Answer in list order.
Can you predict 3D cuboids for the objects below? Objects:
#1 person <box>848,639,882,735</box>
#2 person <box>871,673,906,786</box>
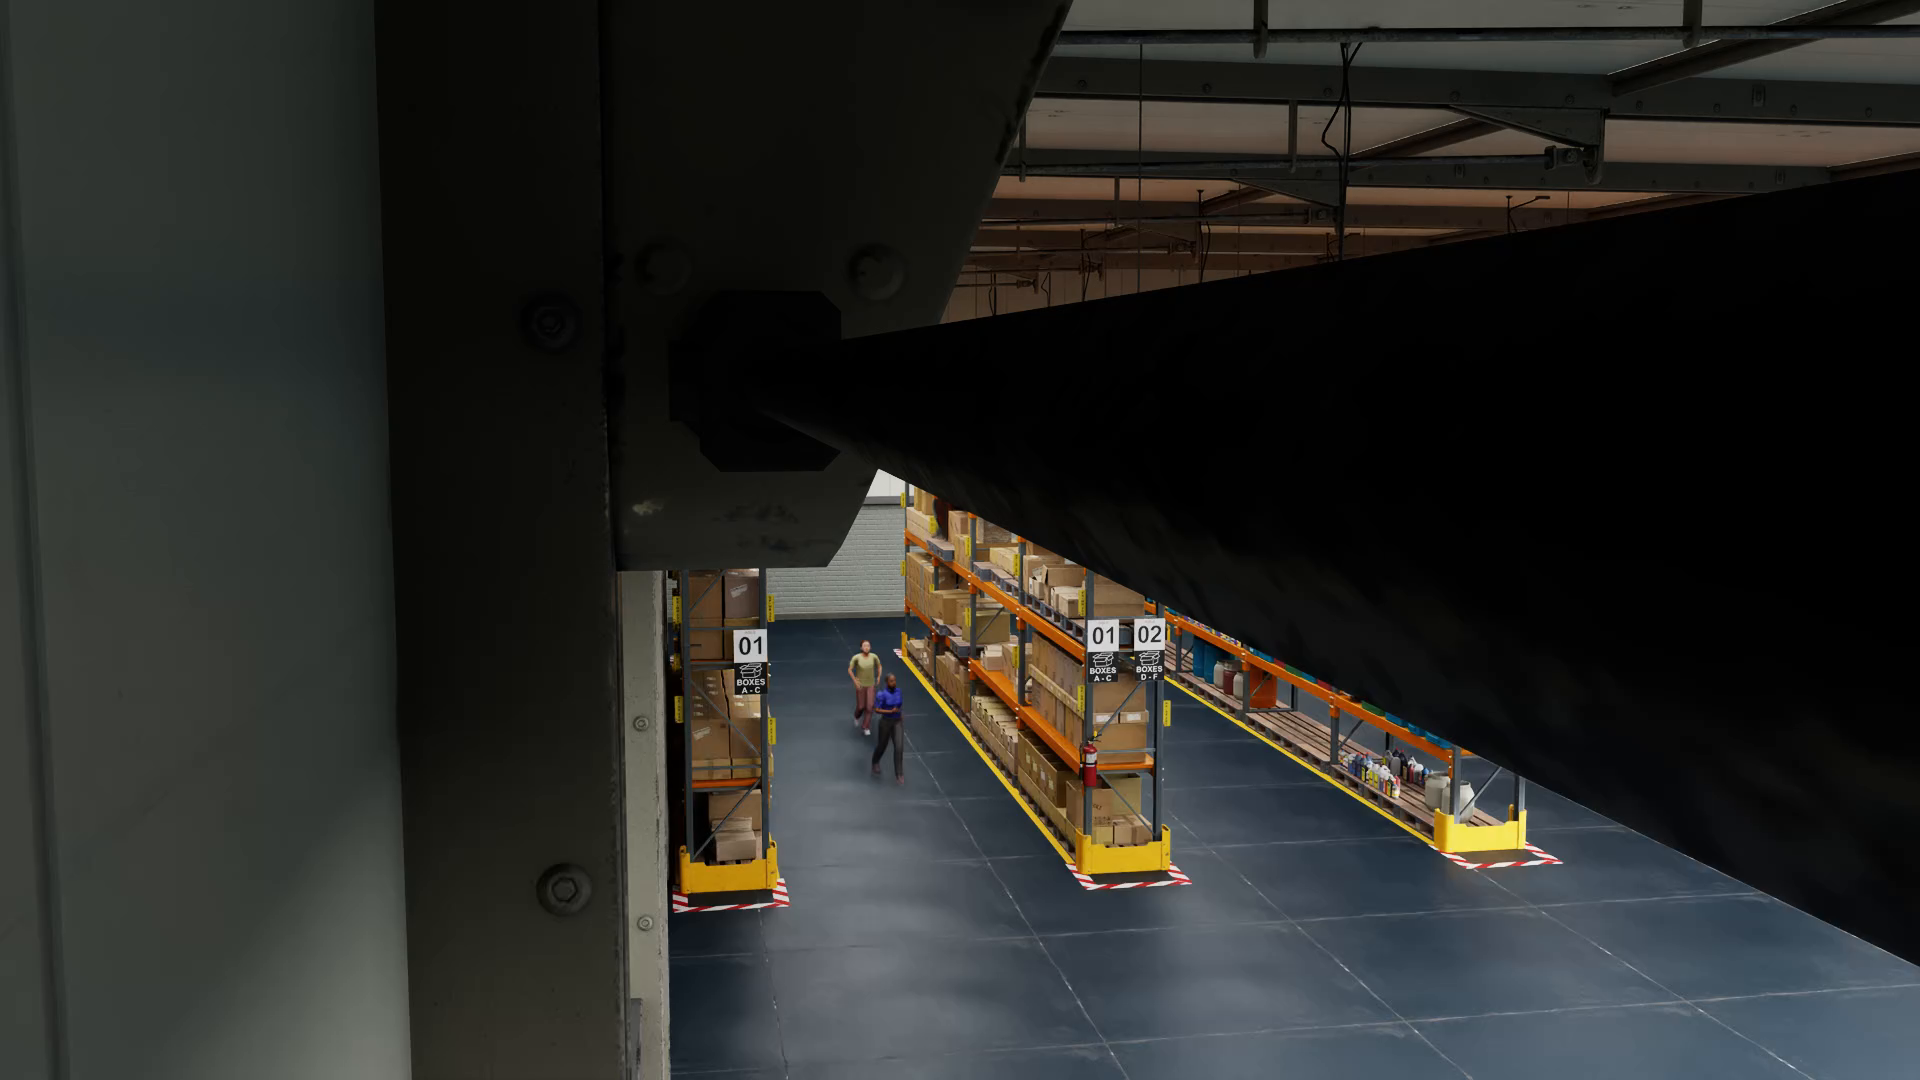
[{"bbox_3d":[-1.640,2.528,28.904,0.600,1.647,0.605,-2,6,-15],"label":"person"},{"bbox_3d":[-1.085,2.846,25.441,0.566,1.663,0.929,-3,7,-28],"label":"person"}]
